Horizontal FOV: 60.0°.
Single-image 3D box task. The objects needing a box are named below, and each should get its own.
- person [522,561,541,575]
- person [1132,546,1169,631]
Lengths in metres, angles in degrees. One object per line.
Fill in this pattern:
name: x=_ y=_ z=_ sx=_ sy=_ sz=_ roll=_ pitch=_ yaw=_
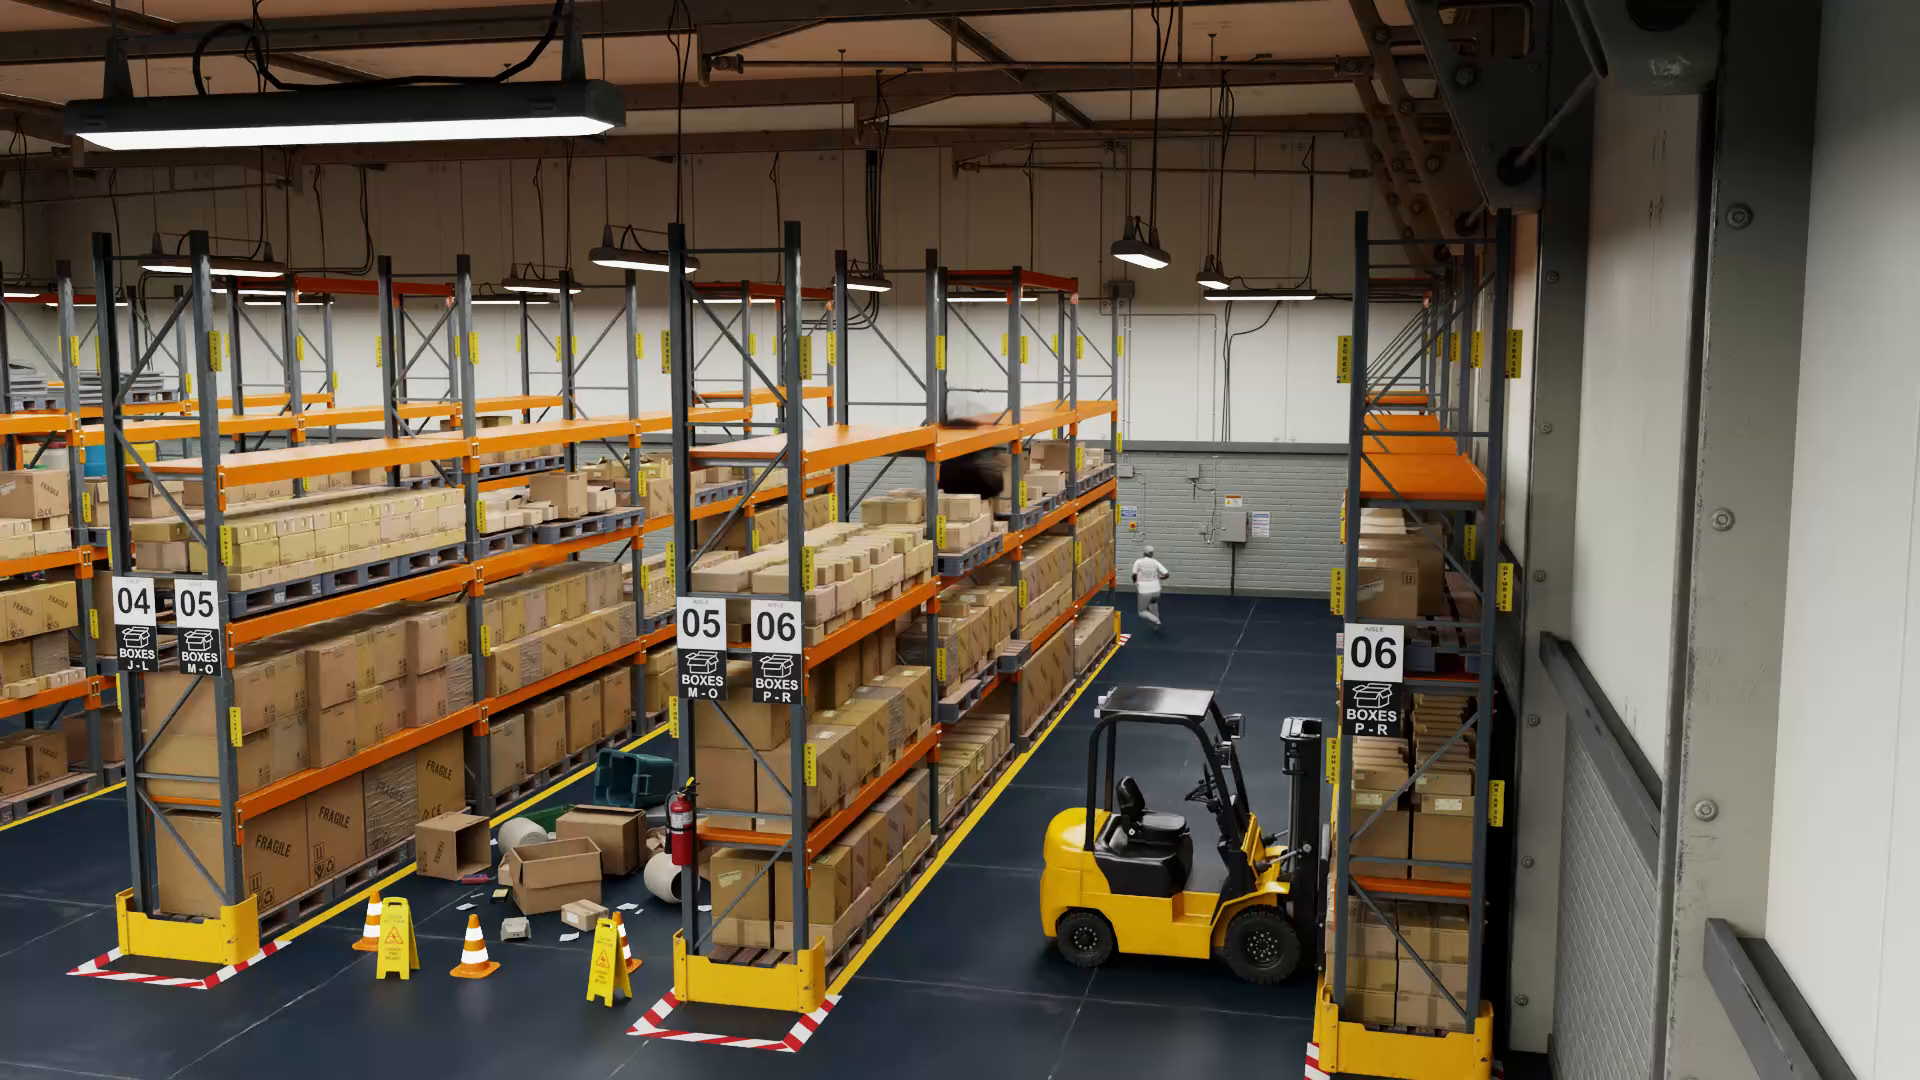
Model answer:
person: x=-6.756 y=1.081 z=26.521 sx=0.659 sy=1.739 sz=0.601 roll=1 pitch=7 yaw=10
person: x=3.343 y=0.851 z=29.220 sx=0.697 sy=1.510 sz=0.787 roll=-3 pitch=8 yaw=-22
